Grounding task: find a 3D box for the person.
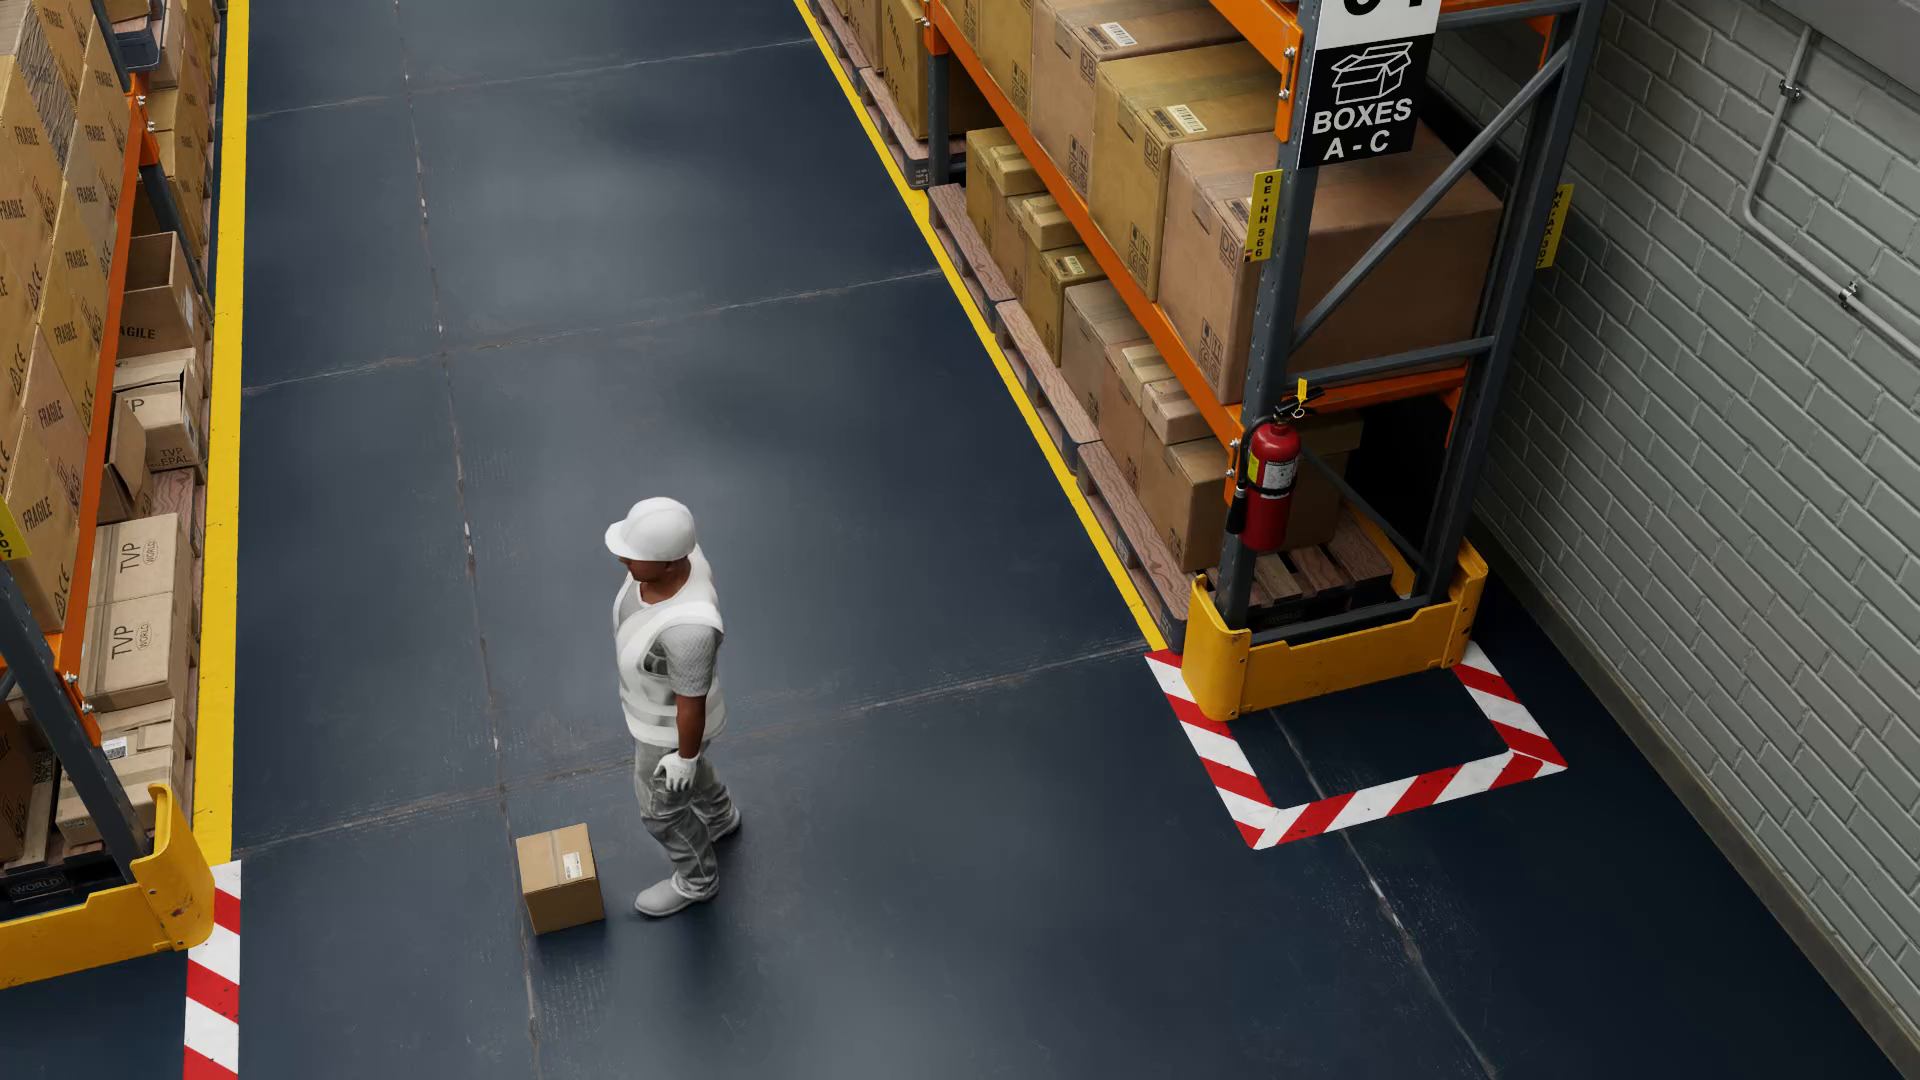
[{"bbox_3d":[-0.983,0.585,5.545,0.450,1.834,0.554,-11,43,-12],"label":"person"}]
